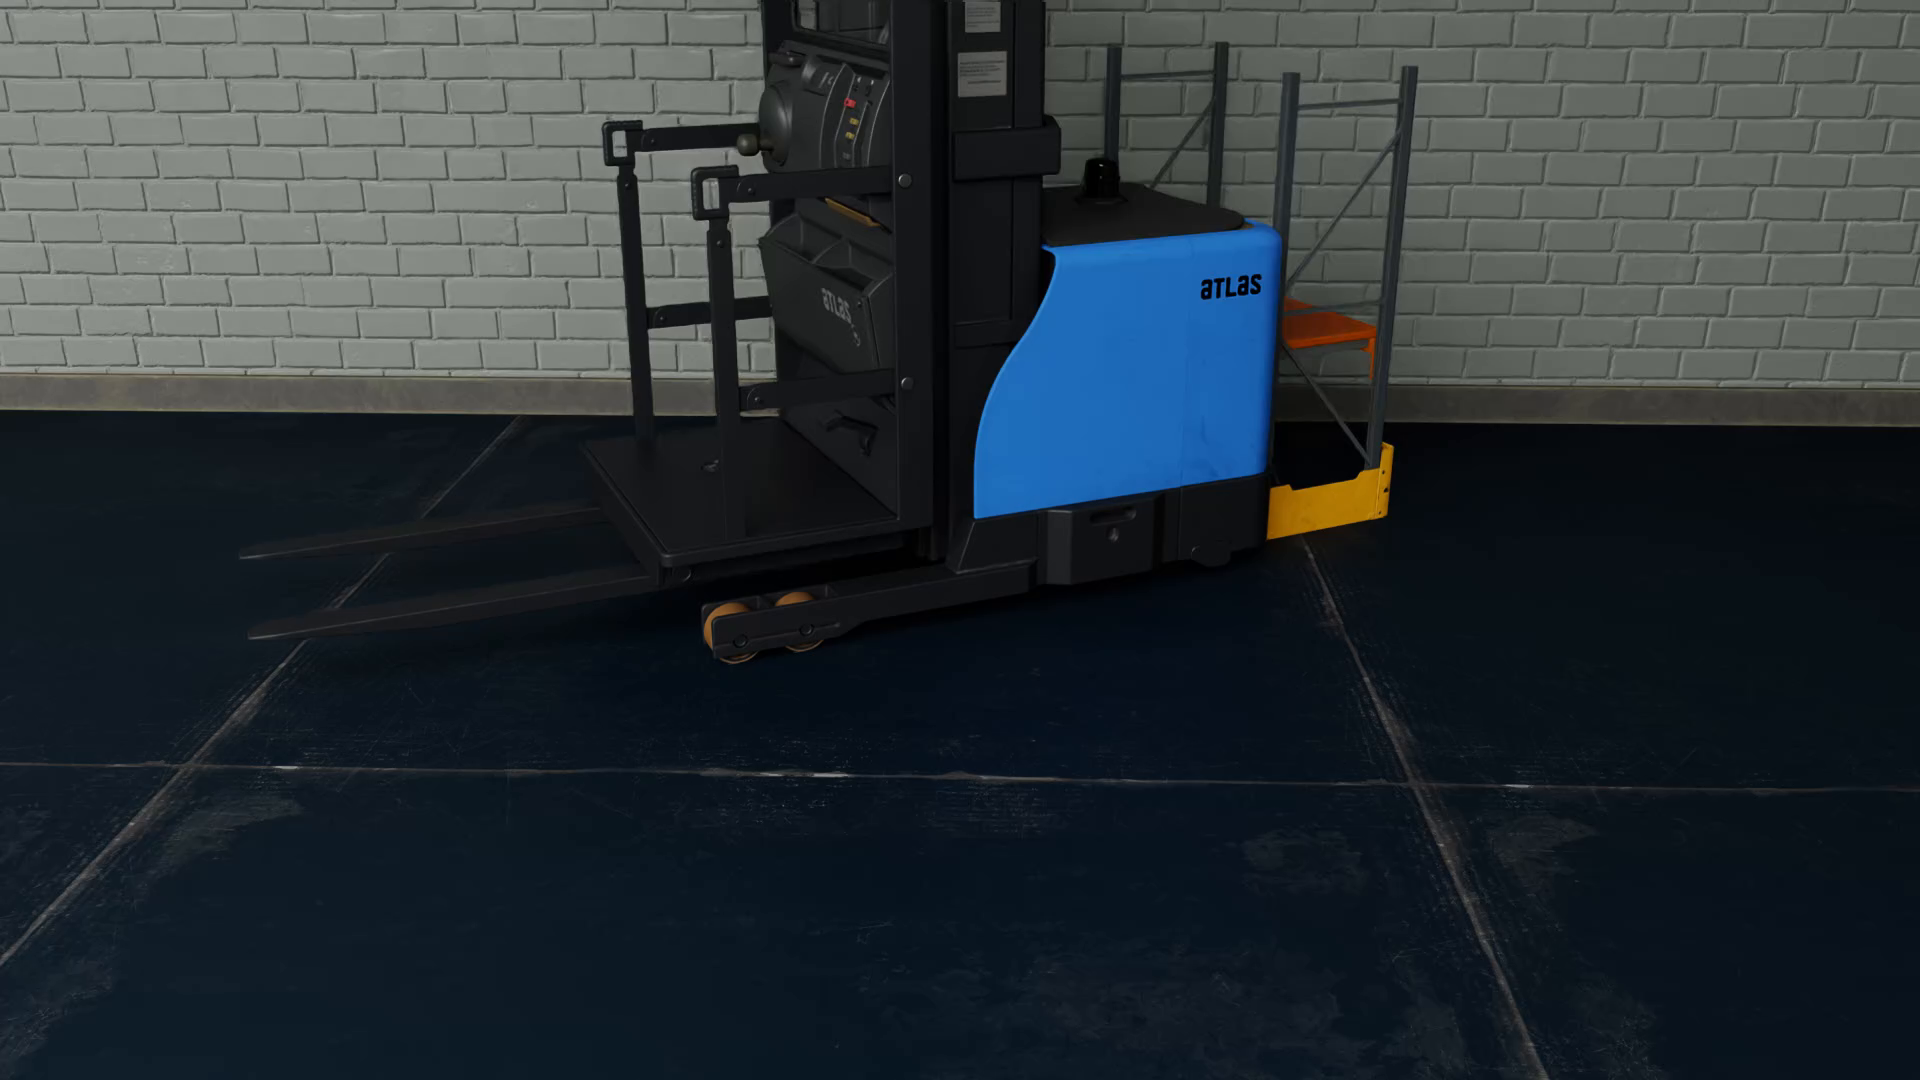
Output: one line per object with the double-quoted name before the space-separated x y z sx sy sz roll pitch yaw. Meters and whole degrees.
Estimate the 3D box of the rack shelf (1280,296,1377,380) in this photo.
"rack shelf" 0.976 -0.744 5.869 0.538 0.185 1.000 -10 23 -25

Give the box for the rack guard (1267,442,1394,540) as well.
"rack guard" 1.203 -0.165 5.607 0.587 0.250 0.087 -10 23 -25

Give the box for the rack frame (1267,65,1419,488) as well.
"rack frame" 1.204 -0.747 5.380 0.500 1.500 0.032 -10 23 -25

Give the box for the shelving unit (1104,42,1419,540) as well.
"shelving unit" 0.981 -0.909 5.796 0.587 1.500 1.083 -10 23 -25

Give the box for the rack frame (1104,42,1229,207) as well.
"rack frame" 0.749 -1.076 6.228 0.500 1.500 0.032 -10 23 -25

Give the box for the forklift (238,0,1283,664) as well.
"forklift" -0.577 -1.239 4.669 3.031 2.935 1.130 -9 23 -22
